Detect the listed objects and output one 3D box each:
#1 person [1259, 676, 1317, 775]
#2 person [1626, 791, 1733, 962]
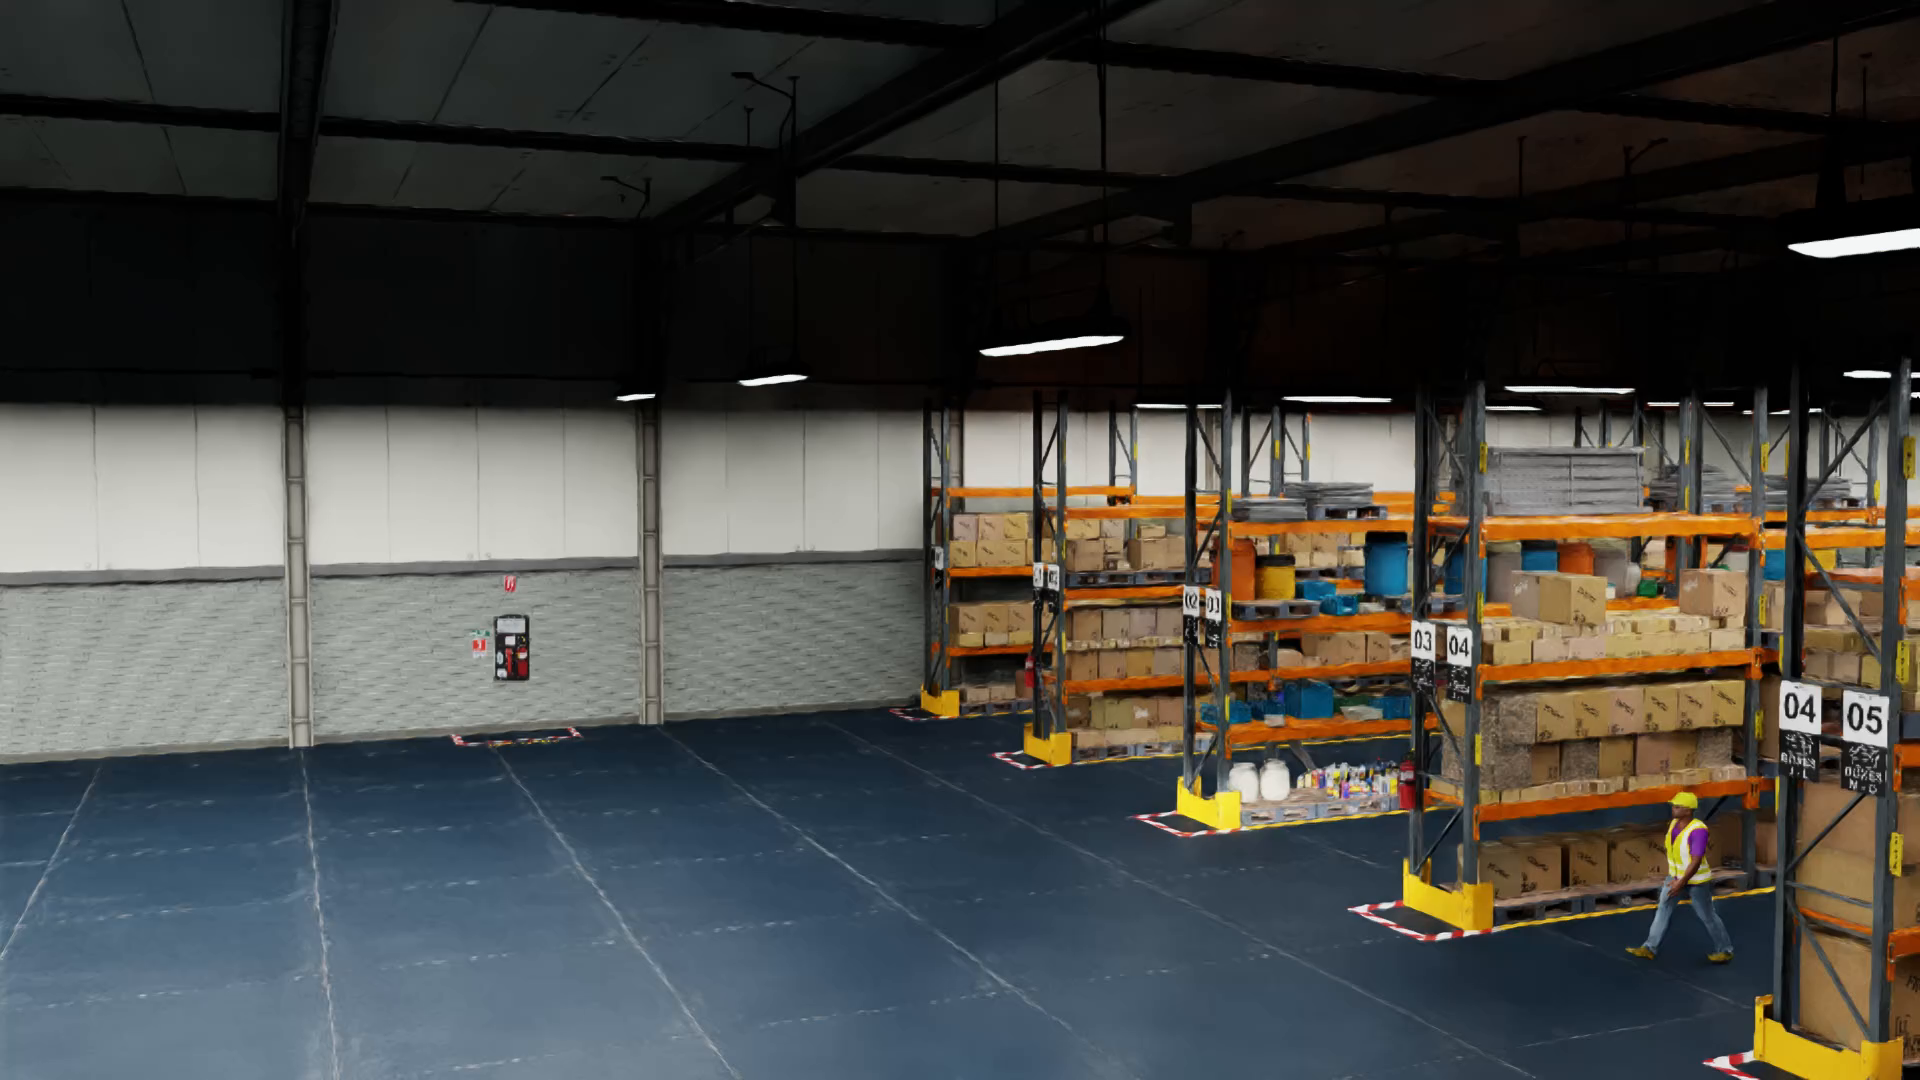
[{"bbox_3d":[5.001,2.870,25.363,0.915,1.591,0.505,0,3,-1],"label":"person"},{"bbox_3d":[7.167,3.332,16.441,1.042,1.708,0.569,-1,3,-14],"label":"person"}]
